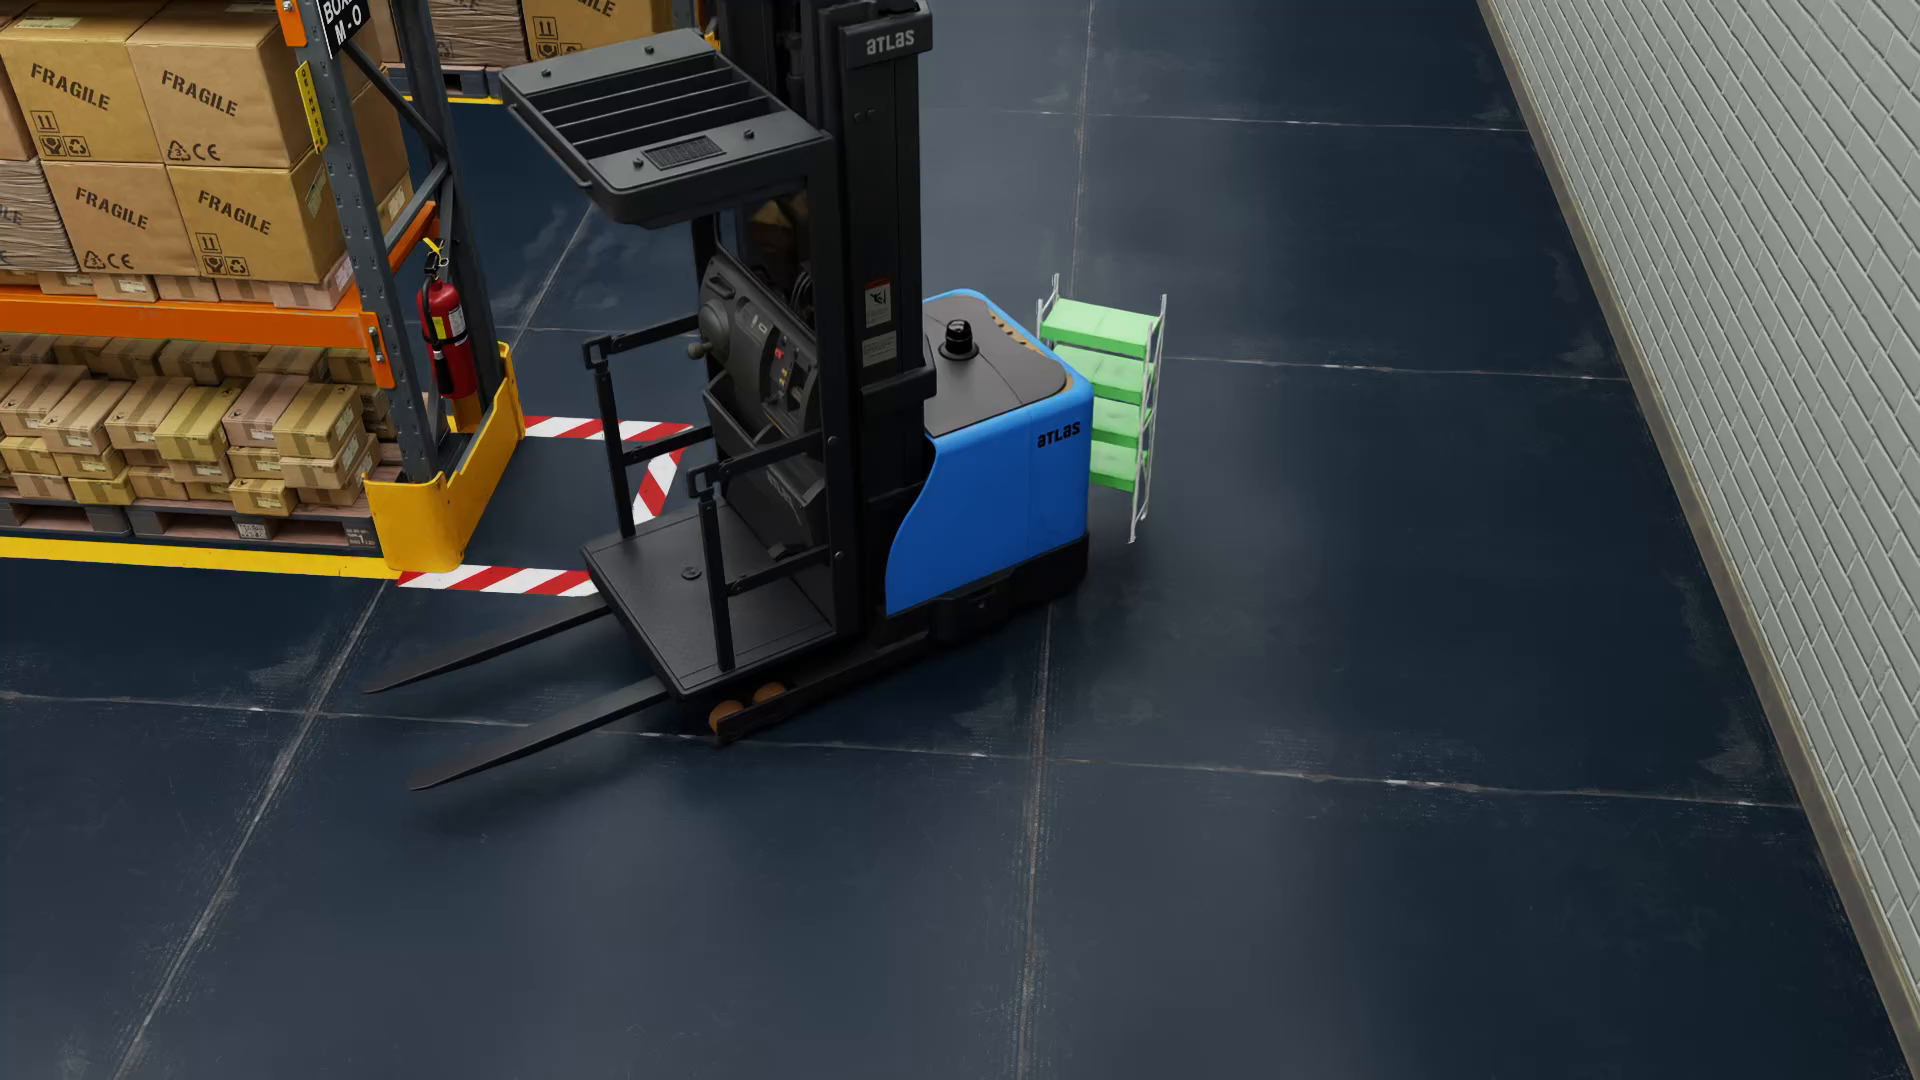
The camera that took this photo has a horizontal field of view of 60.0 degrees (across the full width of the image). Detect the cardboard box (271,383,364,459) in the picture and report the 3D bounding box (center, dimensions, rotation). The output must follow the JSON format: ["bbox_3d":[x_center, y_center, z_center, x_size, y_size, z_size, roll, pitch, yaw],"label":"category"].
[{"bbox_3d":[-2.888,-0.539,7.490,0.250,0.149,0.380,4,39,4],"label":"cardboard box"}]

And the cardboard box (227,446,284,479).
[{"bbox_3d":[-3.145,-0.451,7.618,0.250,0.149,0.380,2,39,3],"label":"cardboard box"}]

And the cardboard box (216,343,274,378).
[{"bbox_3d":[-3.356,-0.945,7.989,0.250,0.149,0.380,3,39,4],"label":"cardboard box"}]

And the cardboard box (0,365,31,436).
[{"bbox_3d":[-4.444,-0.637,7.611,0.250,0.149,0.380,3,39,4],"label":"cardboard box"}]

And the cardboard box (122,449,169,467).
[{"bbox_3d":[-3.666,-0.510,7.690,0.250,0.149,0.380,3,39,3],"label":"cardboard box"}]

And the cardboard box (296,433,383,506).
[{"bbox_3d":[-2.881,-0.336,7.712,0.250,0.149,0.380,4,39,5],"label":"cardboard box"}]

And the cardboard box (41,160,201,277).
[{"bbox_3d":[-3.321,-1.429,6.815,0.500,0.500,0.500,3,39,3],"label":"cardboard box"}]

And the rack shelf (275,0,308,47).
[{"bbox_3d":[-4.331,-2.374,6.485,4.000,0.370,1.077,3,39,4],"label":"rack shelf"}]

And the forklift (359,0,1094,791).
[{"bbox_3d":[-0.954,-0.705,6.294,3.031,2.935,1.130,-21,44,-24],"label":"forklift"}]

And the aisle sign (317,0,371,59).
[{"bbox_3d":[-2.292,-2.197,6.013,0.004,0.787,0.394,3,39,4],"label":"aisle sign"}]

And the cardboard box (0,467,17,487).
[{"bbox_3d":[-4.424,-0.423,7.819,0.250,0.149,0.380,4,39,5],"label":"cardboard box"}]

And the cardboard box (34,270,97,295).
[{"bbox_3d":[-3.700,-1.197,7.044,0.250,0.149,0.380,2,39,2],"label":"cardboard box"}]

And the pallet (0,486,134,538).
[{"bbox_3d":[-4.433,-0.438,8.121,1.213,0.211,1.003,3,39,4],"label":"pallet"}]

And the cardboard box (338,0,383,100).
[{"bbox_3d":[-2.763,-2.115,6.865,0.500,0.500,0.500,3,39,4],"label":"cardboard box"}]

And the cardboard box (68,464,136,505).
[{"bbox_3d":[-3.909,-0.334,7.710,0.250,0.149,0.380,1,39,2],"label":"cardboard box"}]

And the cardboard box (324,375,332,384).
[{"bbox_3d":[-3.107,-0.794,8.040,0.250,0.149,0.380,3,39,4],"label":"cardboard box"}]

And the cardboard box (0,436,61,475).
[{"bbox_3d":[-4.178,-0.476,7.649,0.250,0.149,0.380,5,39,6],"label":"cardboard box"}]

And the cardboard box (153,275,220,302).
[{"bbox_3d":[-3.184,-1.165,7.004,0.250,0.149,0.380,3,39,3],"label":"cardboard box"}]

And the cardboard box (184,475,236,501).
[{"bbox_3d":[-3.402,-0.355,7.735,0.250,0.149,0.380,3,39,4],"label":"cardboard box"}]

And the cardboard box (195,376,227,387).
[{"bbox_3d":[-3.604,-0.834,8.089,0.250,0.149,0.380,4,39,5],"label":"cardboard box"}]

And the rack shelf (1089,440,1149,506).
[{"bbox_3d":[0.611,-0.340,7.698,0.480,0.148,0.258,14,41,16],"label":"rack shelf"}]

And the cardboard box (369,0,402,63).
[{"bbox_3d":[-4.248,-3.917,11.536,0.875,0.875,0.875,3,39,4],"label":"cardboard box"}]

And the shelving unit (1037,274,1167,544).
[{"bbox_3d":[0.611,-0.575,7.506,0.503,1.200,0.258,14,41,16],"label":"shelving unit"}]

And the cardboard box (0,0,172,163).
[{"bbox_3d":[-3.321,-1.819,6.502,0.500,0.500,0.500,2,39,2],"label":"cardboard box"}]

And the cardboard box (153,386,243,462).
[{"bbox_3d":[-3.402,-0.523,7.470,0.250,0.149,0.380,2,39,3],"label":"cardboard box"}]

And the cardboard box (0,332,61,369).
[{"bbox_3d":[-4.403,-0.924,7.964,0.250,0.149,0.380,3,39,4],"label":"cardboard box"}]

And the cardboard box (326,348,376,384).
[{"bbox_3d":[-2.831,-0.911,7.948,0.250,0.149,0.380,1,39,2],"label":"cardboard box"}]

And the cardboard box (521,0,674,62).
[{"bbox_3d":[-2.455,-3.818,11.416,0.875,0.875,0.875,3,39,4],"label":"cardboard box"}]

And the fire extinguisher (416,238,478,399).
[{"bbox_3d":[-2.128,-0.903,6.839,0.183,0.674,0.296,3,39,4],"label":"fire extinguisher"}]

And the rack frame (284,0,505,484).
[{"bbox_3d":[-2.339,-1.381,7.071,0.127,3.000,1.000,3,39,4],"label":"rack frame"}]

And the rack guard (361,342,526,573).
[{"bbox_3d":[-2.414,-0.416,7.865,0.348,0.500,1.175,3,39,4],"label":"rack guard"}]

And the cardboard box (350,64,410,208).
[{"bbox_3d":[-2.762,-1.734,7.189,0.500,0.500,0.500,5,39,6],"label":"cardboard box"}]

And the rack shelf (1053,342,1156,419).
[{"bbox_3d":[0.611,-0.712,7.395,0.480,0.148,0.258,14,41,16],"label":"rack shelf"}]

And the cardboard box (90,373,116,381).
[{"bbox_3d":[-4.151,-0.778,8.019,0.250,0.149,0.380,5,39,6],"label":"cardboard box"}]

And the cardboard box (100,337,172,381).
[{"bbox_3d":[-3.886,-0.927,7.968,0.250,0.149,0.380,5,39,6],"label":"cardboard box"}]

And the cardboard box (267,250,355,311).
[{"bbox_3d":[-2.688,-1.124,6.953,0.250,0.149,0.380,3,39,4],"label":"cardboard box"}]

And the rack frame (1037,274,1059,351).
[{"bbox_3d":[0.383,-0.630,7.574,0.015,1.200,0.240,14,41,16],"label":"rack frame"}]

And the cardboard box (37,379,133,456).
[{"bbox_3d":[-3.927,-0.556,7.512,0.250,0.149,0.380,5,39,6],"label":"cardboard box"}]

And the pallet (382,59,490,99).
[{"bbox_3d":[-3.826,-3.476,11.853,1.213,0.211,1.003,3,39,4],"label":"pallet"}]
